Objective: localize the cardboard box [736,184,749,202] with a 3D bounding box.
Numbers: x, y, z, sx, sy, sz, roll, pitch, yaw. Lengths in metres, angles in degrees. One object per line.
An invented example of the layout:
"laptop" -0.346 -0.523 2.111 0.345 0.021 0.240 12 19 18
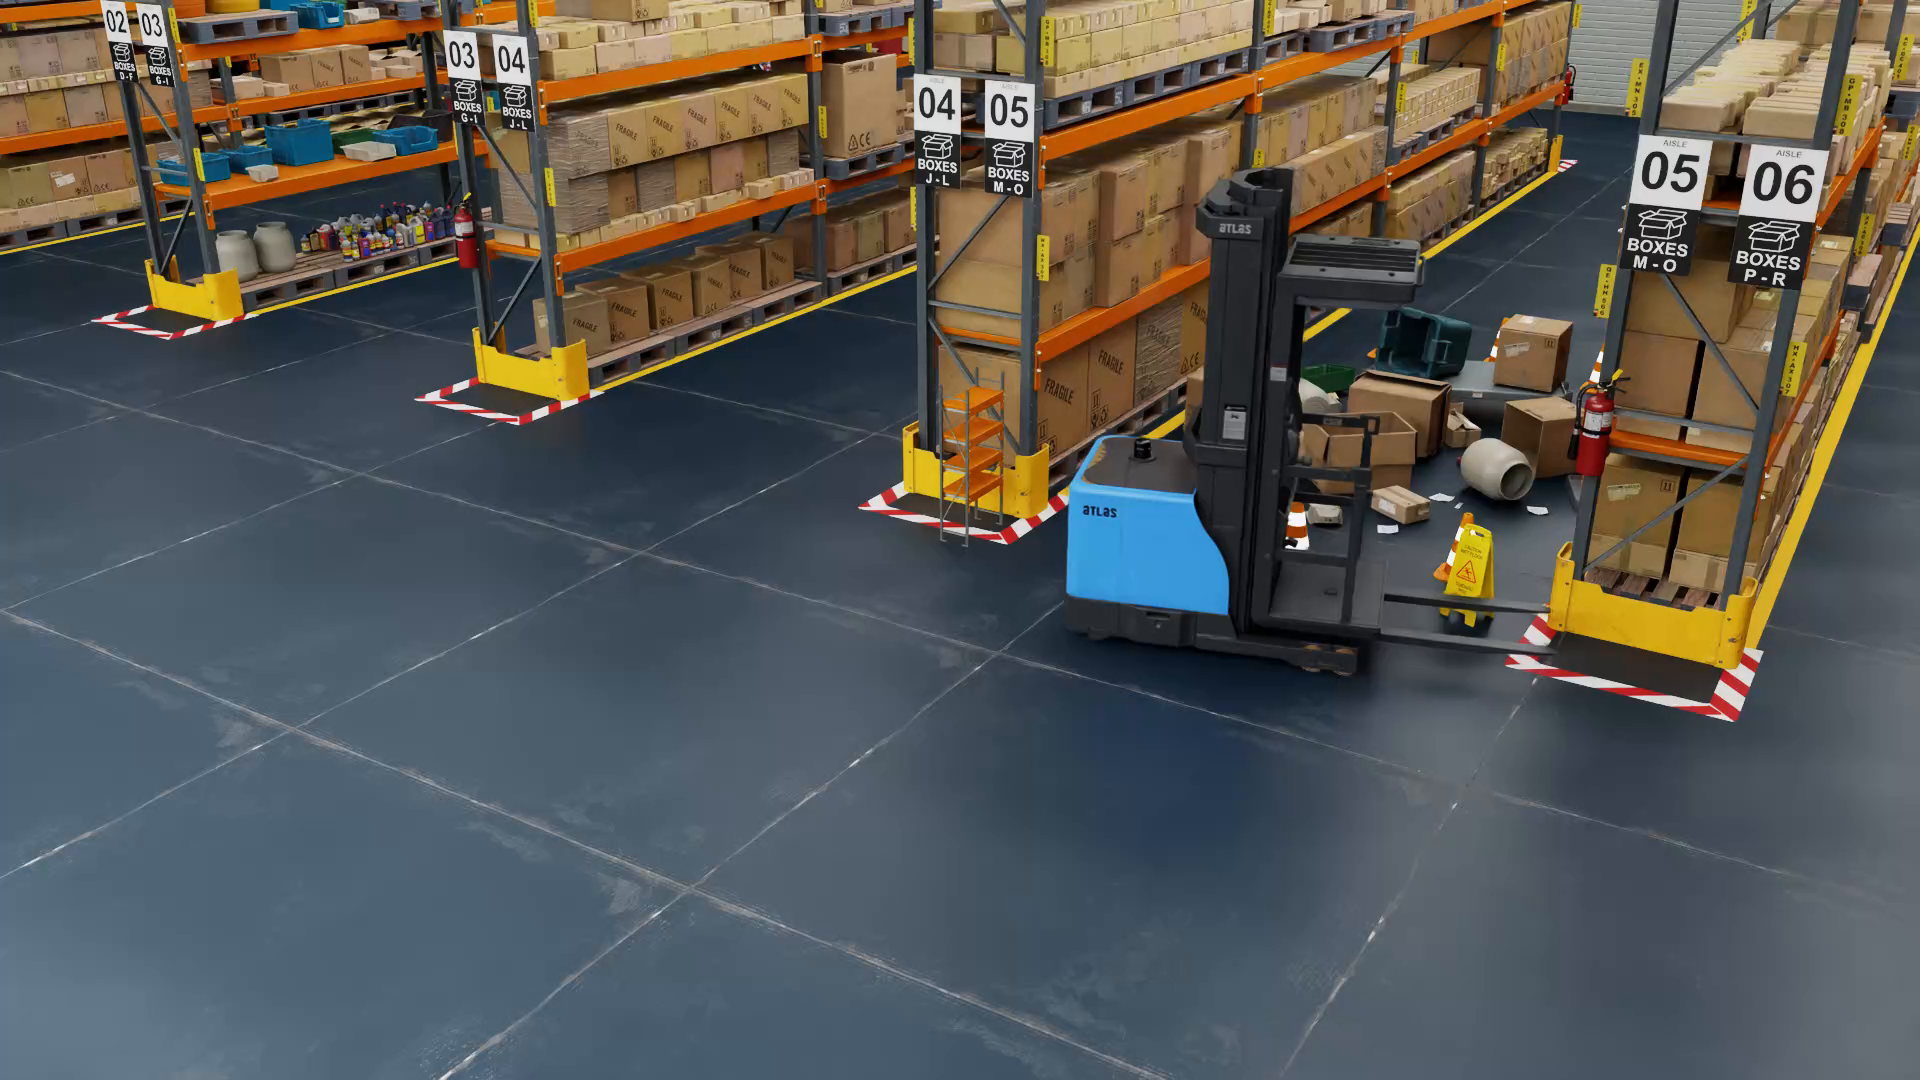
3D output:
"cardboard box" -2.389 -3.571 17.040 0.380 0.149 0.250 14 27 29

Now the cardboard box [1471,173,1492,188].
"cardboard box" 6.922 -4.842 22.345 0.380 0.149 0.250 15 28 31

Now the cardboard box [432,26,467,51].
"cardboard box" -7.989 -8.042 26.395 0.700 0.500 0.500 5 24 11

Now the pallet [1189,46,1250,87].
"pallet" 1.798 -4.128 14.345 1.003 0.211 1.213 14 27 29

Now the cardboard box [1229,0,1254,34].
"cardboard box" 2.197 -4.529 14.320 0.500 0.250 0.500 14 27 28

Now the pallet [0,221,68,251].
"pallet" -12.078 -3.854 20.887 1.003 0.211 1.213 14 27 29

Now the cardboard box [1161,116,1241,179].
"cardboard box" 2.015 -3.513 15.041 0.875 0.550 0.550 14 27 29

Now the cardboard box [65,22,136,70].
"cardboard box" -11.095 -6.367 21.423 0.700 0.500 0.500 14 27 29

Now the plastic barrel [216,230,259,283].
"plastic barrel" -7.957 -3.117 18.276 0.421 0.512 0.421 0 23 0

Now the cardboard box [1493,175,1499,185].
"cardboard box" 7.242 -4.987 23.053 0.380 0.149 0.250 13 27 28

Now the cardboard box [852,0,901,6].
"cardboard box" -1.094 -6.212 18.390 0.797 0.503 0.637 15 28 31

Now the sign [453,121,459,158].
"sign" -4.493 -3.589 14.909 0.100 0.325 0.005 14 27 29

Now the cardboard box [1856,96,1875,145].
"cardboard box" 5.691 -2.787 10.951 0.500 0.250 0.500 15 27 30

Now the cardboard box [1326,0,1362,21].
"cardboard box" 3.670 -5.432 16.465 0.500 0.500 0.500 14 27 29

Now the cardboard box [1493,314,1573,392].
"cardboard box" 4.969 -1.626 14.424 0.500 0.500 0.500 14 27 29

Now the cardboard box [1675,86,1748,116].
"cardboard box" 4.603 -2.685 10.213 0.380 0.149 0.250 14 27 28

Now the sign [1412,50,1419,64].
"sign" 5.994 -6.274 21.878 0.100 0.325 0.005 14 27 29

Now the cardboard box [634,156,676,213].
"cardboard box" -3.256 -3.505 16.071 0.875 0.500 0.500 14 27 29

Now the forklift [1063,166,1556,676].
"forklift" 2.245 -0.738 10.264 3.031 2.935 1.130 6 24 14

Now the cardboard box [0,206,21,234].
"cardboard box" -11.974 -3.932 20.489 0.500 0.250 0.500 14 27 29

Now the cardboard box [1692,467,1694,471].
"cardboard box" 4.861 -0.490 11.594 0.500 0.500 0.500 15 28 31

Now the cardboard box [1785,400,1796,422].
"cardboard box" 5.245 -0.905 10.882 0.380 0.149 0.250 14 27 30

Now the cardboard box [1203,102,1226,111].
"cardboard box" 3.658 -6.867 26.483 0.875 0.875 0.875 14 27 29

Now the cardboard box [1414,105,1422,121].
"cardboard box" 5.186 -5.019 19.481 0.380 0.149 0.250 14 27 29

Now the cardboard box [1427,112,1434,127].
"cardboard box" 5.454 -5.050 19.927 0.380 0.149 0.250 14 27 30

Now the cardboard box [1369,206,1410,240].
"cardboard box" 4.938 -3.647 19.516 0.500 0.500 0.500 13 26 27

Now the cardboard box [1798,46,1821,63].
"cardboard box" 6.682 -3.791 13.115 0.500 0.250 0.500 13 27 28

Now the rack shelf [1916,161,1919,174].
"rack shelf" 11.772 -5.108 21.178 1.077 0.370 4.000 14 27 29

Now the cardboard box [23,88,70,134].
"cardboard box" -11.649 -5.412 20.850 0.700 0.500 0.500 14 27 29

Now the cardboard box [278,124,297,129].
"cardboard box" -9.831 -5.947 24.437 0.500 0.311 0.500 14 27 29

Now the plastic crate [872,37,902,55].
"plastic crate" -1.226 -8.183 27.221 0.402 0.464 0.583 14 27 29

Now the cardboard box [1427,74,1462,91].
"cardboard box" 5.995 -5.674 20.619 0.380 0.149 0.250 14 27 29

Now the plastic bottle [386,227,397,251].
"plastic bottle" -6.678 -3.542 19.536 0.097 0.271 0.097 0 23 0

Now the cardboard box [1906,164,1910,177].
"cardboard box" 10.143 -4.152 18.254 0.500 0.250 0.500 13 27 28

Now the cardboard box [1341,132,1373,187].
"cardboard box" 4.075 -4.086 17.786 0.500 0.500 0.500 14 27 29

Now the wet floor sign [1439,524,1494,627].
"wet floor sign" 3.378 0.208 10.958 0.232 0.644 0.267 -17 29 -35

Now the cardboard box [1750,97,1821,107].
"cardboard box" 4.868 -2.505 9.799 0.380 0.149 0.250 14 27 29

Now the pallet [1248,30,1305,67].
"pallet" 2.680 -4.674 15.737 0.805 0.209 1.217 13 26 27

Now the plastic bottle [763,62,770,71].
"plastic bottle" -2.869 -6.933 24.635 0.061 0.283 0.133 14 27 29

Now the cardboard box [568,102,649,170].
"cardboard box" -3.240 -3.726 15.323 0.500 0.500 0.500 14 27 29

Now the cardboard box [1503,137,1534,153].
"cardboard box" 8.010 -5.678 23.902 0.380 0.149 0.250 15 28 31

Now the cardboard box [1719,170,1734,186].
"cardboard box" 4.610 -2.326 10.389 0.380 0.149 0.250 15 27 31

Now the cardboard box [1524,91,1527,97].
"cardboard box" 7.756 -6.322 23.395 0.380 0.149 0.250 14 27 30

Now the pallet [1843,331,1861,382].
"pallet" 8.194 -1.870 16.303 1.003 0.211 1.213 14 27 29

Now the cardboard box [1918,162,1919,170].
"cardboard box" 12.564 -4.886 22.457 0.875 0.438 0.875 13 27 27

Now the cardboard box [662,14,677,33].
"cardboard box" -2.883 -4.850 15.590 0.380 0.149 0.250 14 27 28

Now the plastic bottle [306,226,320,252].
"plastic bottle" -7.597 -3.538 19.512 0.061 0.283 0.133 15 27 30

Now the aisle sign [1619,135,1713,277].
"aisle sign" 4.108 -1.946 9.696 0.394 0.787 0.004 14 27 29

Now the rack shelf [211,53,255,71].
"rack shelf" -13.491 -7.598 26.932 1.077 0.370 4.000 14 27 29

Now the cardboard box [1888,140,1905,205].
"cardboard box" 8.340 -3.399 15.298 0.500 0.500 0.500 13 27 28

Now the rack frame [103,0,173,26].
"rack frame" -8.240 -6.580 16.124 1.000 3.000 0.127 14 27 29

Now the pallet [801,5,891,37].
"pallet" -1.506 -5.616 17.907 1.213 0.211 1.003 14 27 29

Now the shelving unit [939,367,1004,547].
"shelving unit" 0.087 -0.606 12.141 0.258 1.200 0.503 14 27 29

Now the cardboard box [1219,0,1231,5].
"cardboard box" 2.050 -4.572 13.917 0.380 0.149 0.250 14 27 29

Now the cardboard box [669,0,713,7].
"cardboard box" -2.692 -5.302 16.632 0.380 0.149 0.250 15 27 31

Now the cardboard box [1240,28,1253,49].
"cardboard box" 2.318 -4.376 14.468 0.380 0.149 0.250 14 27 29

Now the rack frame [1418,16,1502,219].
"rack frame" 6.459 -5.766 21.794 1.000 3.000 0.127 14 27 29
